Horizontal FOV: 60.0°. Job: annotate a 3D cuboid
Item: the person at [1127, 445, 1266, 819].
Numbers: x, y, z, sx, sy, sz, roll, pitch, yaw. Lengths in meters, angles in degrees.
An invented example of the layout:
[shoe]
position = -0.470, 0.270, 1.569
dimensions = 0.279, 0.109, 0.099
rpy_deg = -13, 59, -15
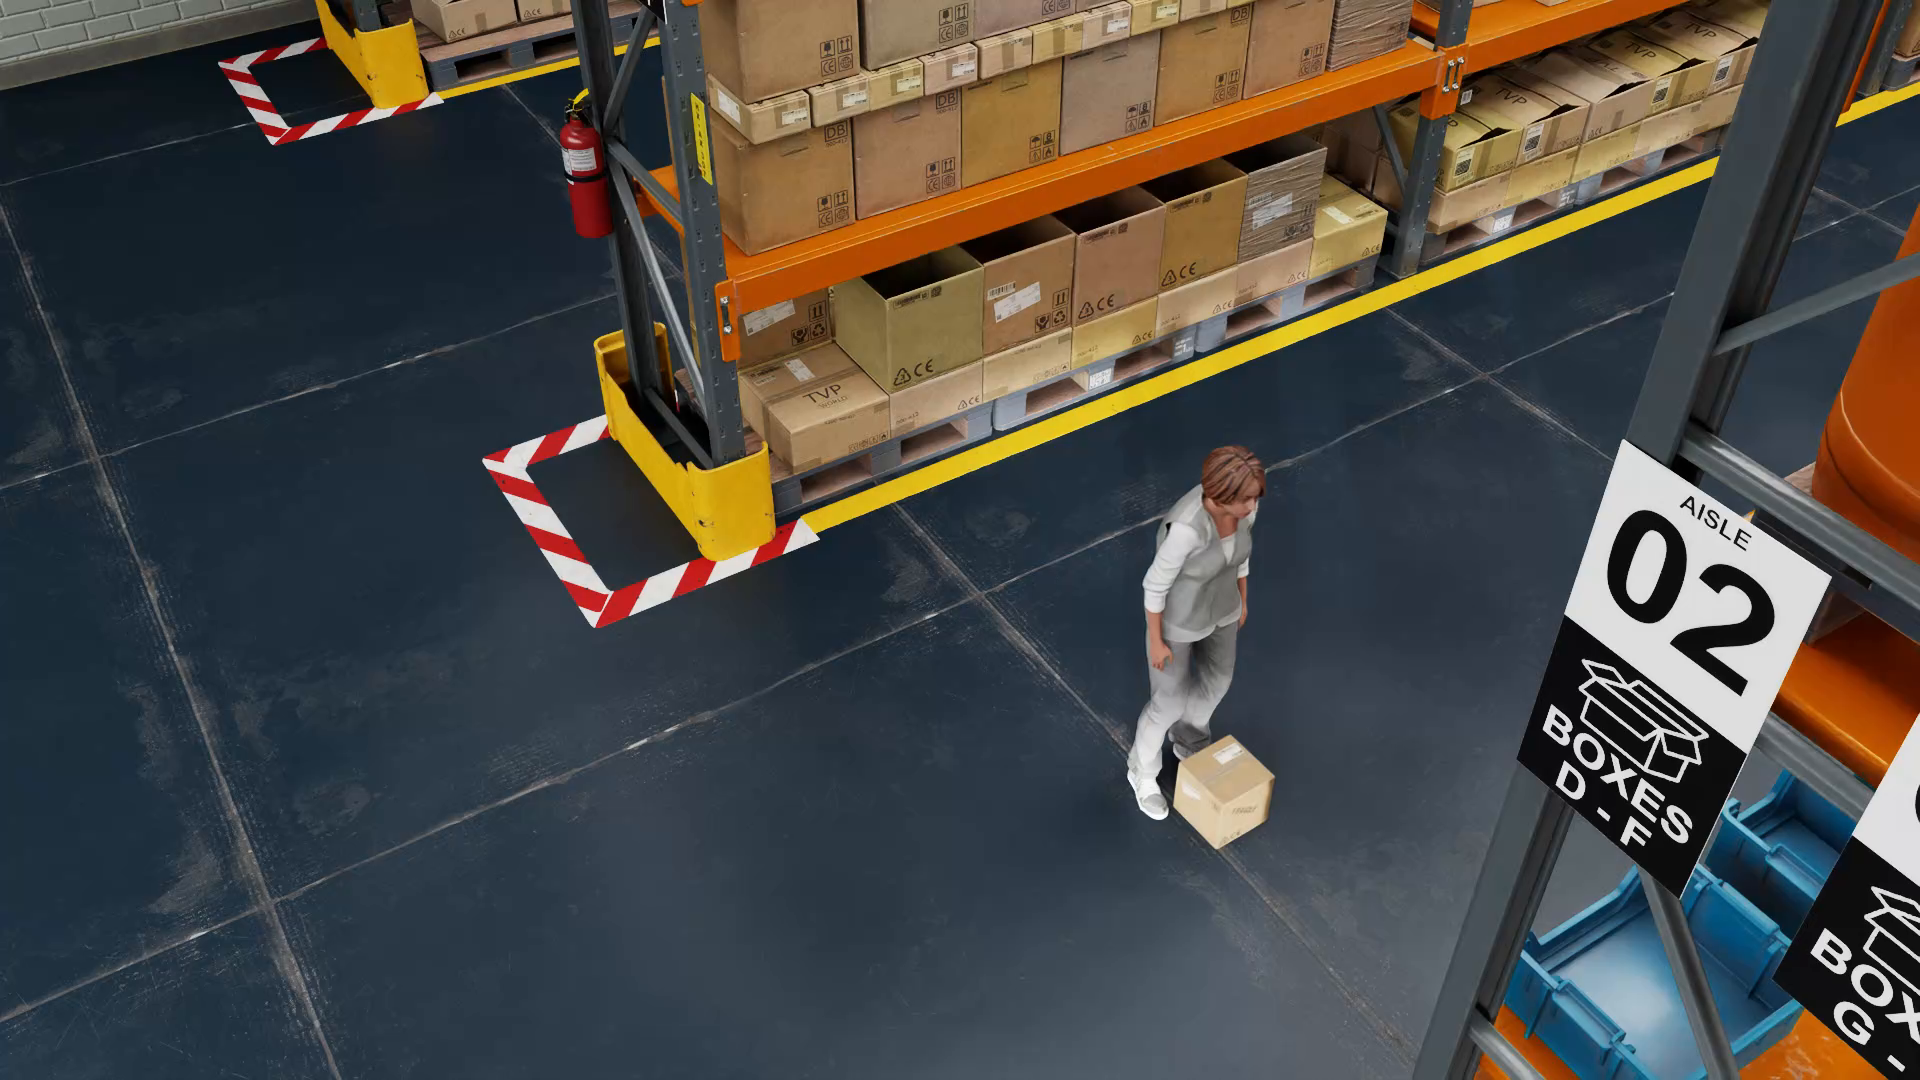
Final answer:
[person]
position = 0.828, 0.294, 5.842
dimensions = 0.472, 1.580, 0.347
rpy_deg = -25, 47, -26
